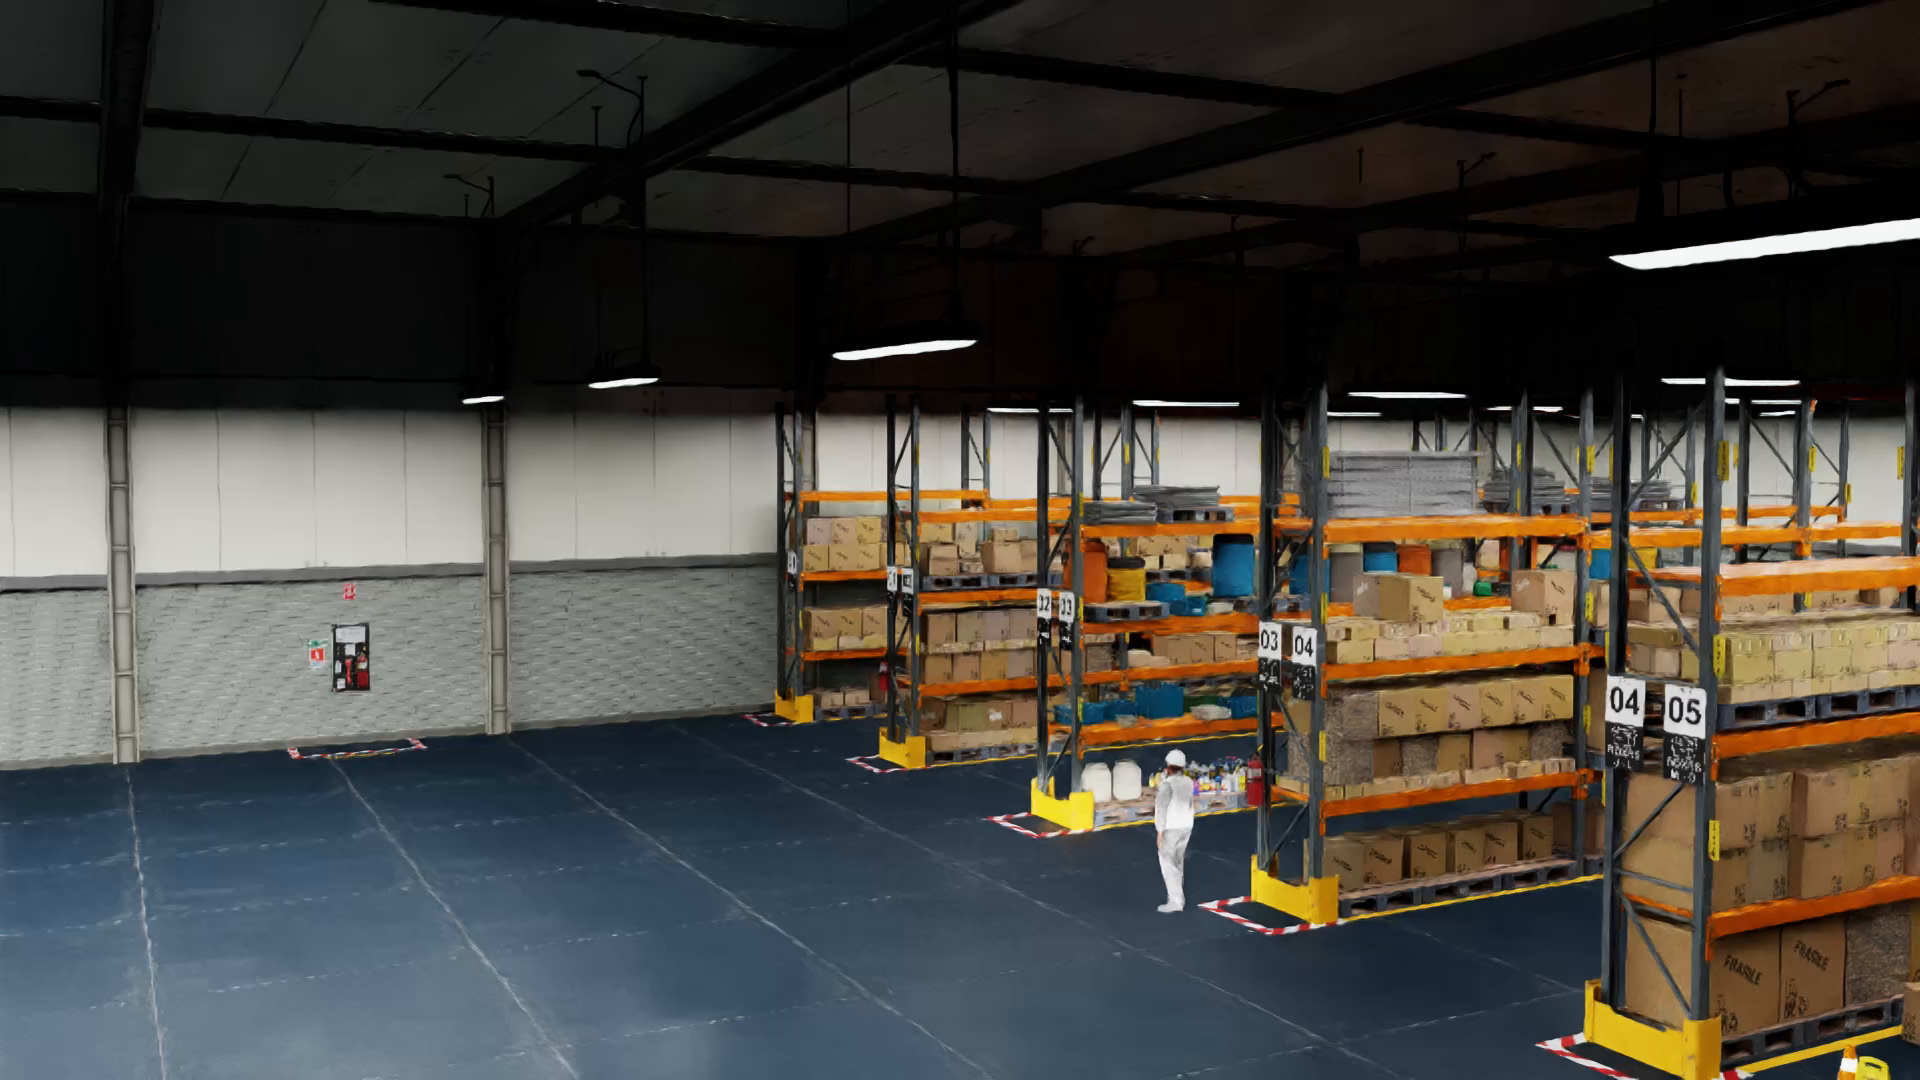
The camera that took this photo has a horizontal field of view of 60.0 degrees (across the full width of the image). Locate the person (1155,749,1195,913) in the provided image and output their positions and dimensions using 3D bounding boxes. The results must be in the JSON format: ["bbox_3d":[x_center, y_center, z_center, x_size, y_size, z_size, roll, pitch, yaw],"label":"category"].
[{"bbox_3d":[2.396,3.230,18.595,0.651,1.775,0.440,-3,4,-40],"label":"person"}]

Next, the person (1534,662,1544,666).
[{"bbox_3d":[10.254,2.727,29.140,0.517,1.596,0.625,-2,4,-30],"label":"person"}]
